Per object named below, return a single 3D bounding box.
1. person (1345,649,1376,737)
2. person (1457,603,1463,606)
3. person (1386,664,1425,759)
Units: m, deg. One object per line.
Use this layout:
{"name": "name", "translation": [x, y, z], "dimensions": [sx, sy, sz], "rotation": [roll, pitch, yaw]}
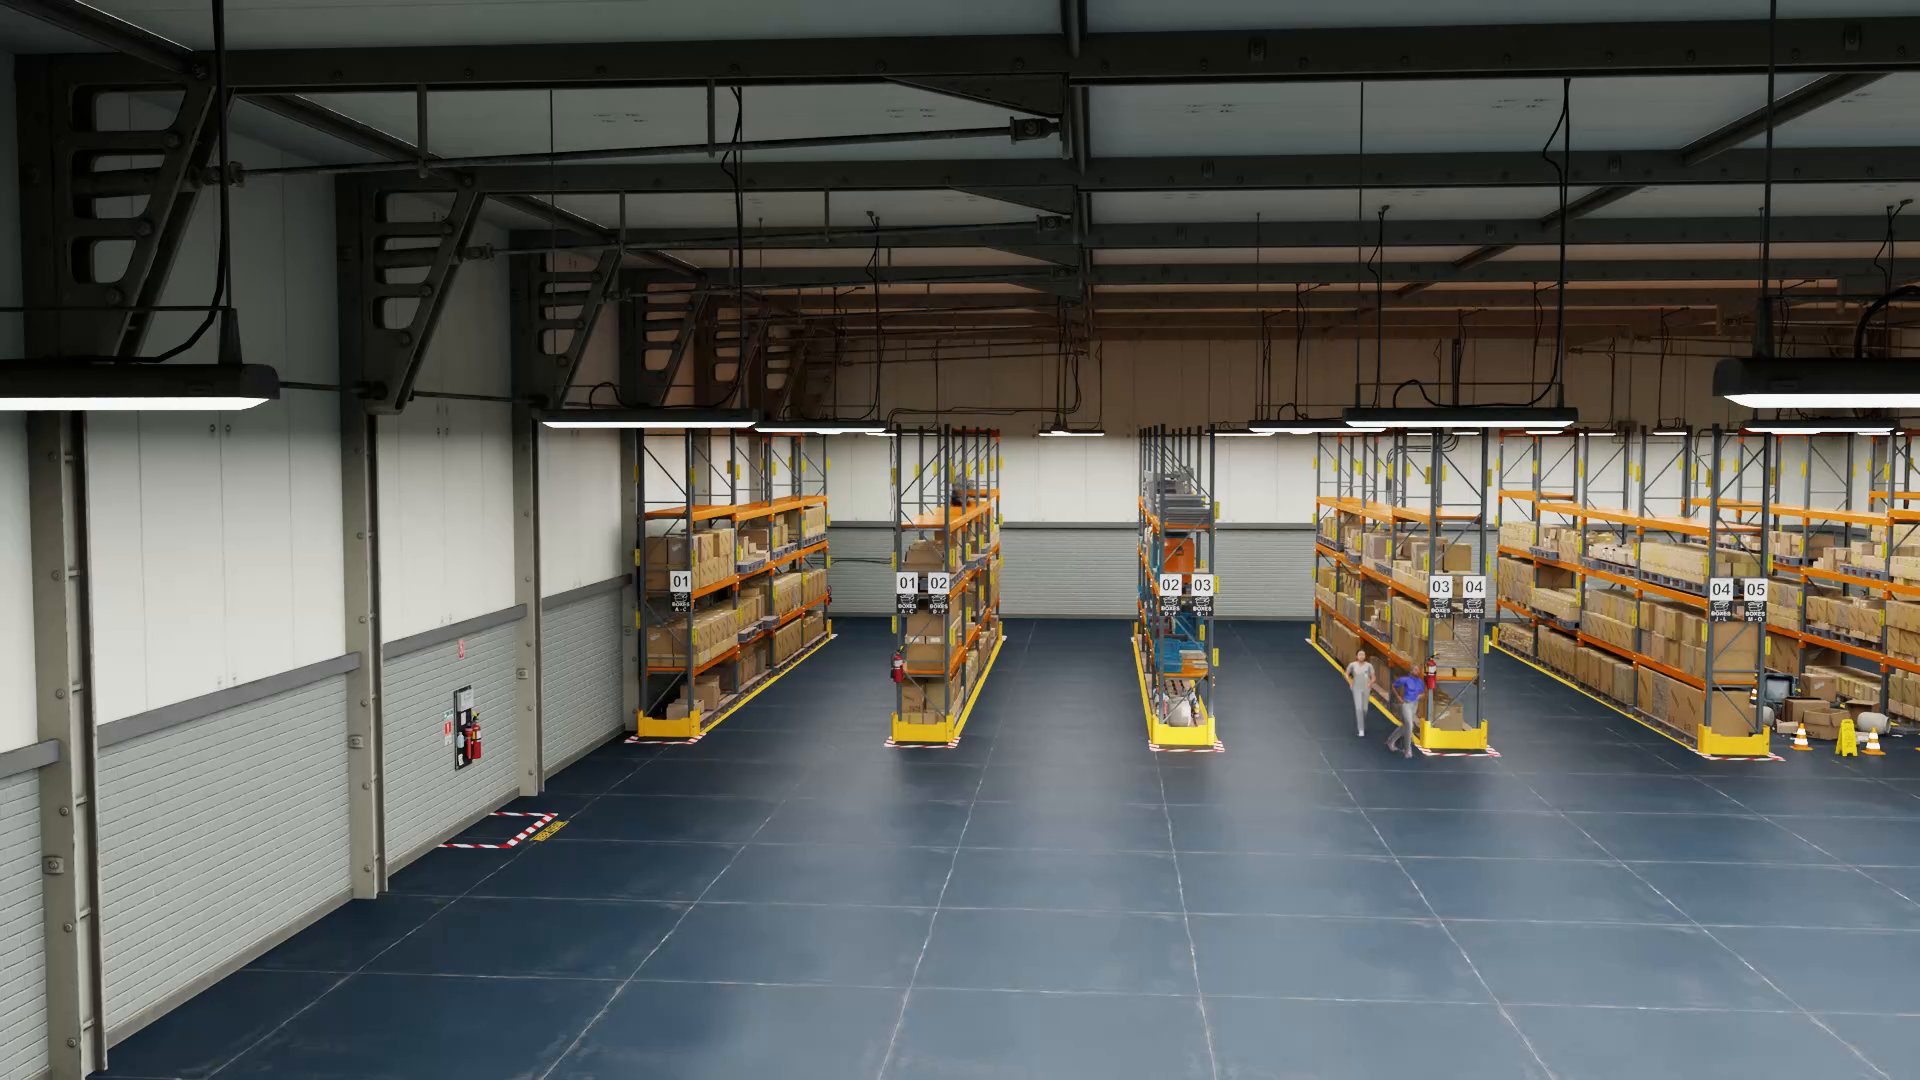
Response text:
{"name": "person", "translation": [7.771, 2.932, 32.281], "dimensions": [0.575, 1.667, 0.835], "rotation": [0, 3, 6]}
{"name": "person", "translation": [13.472, 2.128, 44.956], "dimensions": [0.669, 1.742, 0.626], "rotation": [1, 4, 13]}
{"name": "person", "translation": [8.134, 3.087, 30.204], "dimensions": [0.572, 1.706, 0.770], "rotation": [-2, 4, -29]}
